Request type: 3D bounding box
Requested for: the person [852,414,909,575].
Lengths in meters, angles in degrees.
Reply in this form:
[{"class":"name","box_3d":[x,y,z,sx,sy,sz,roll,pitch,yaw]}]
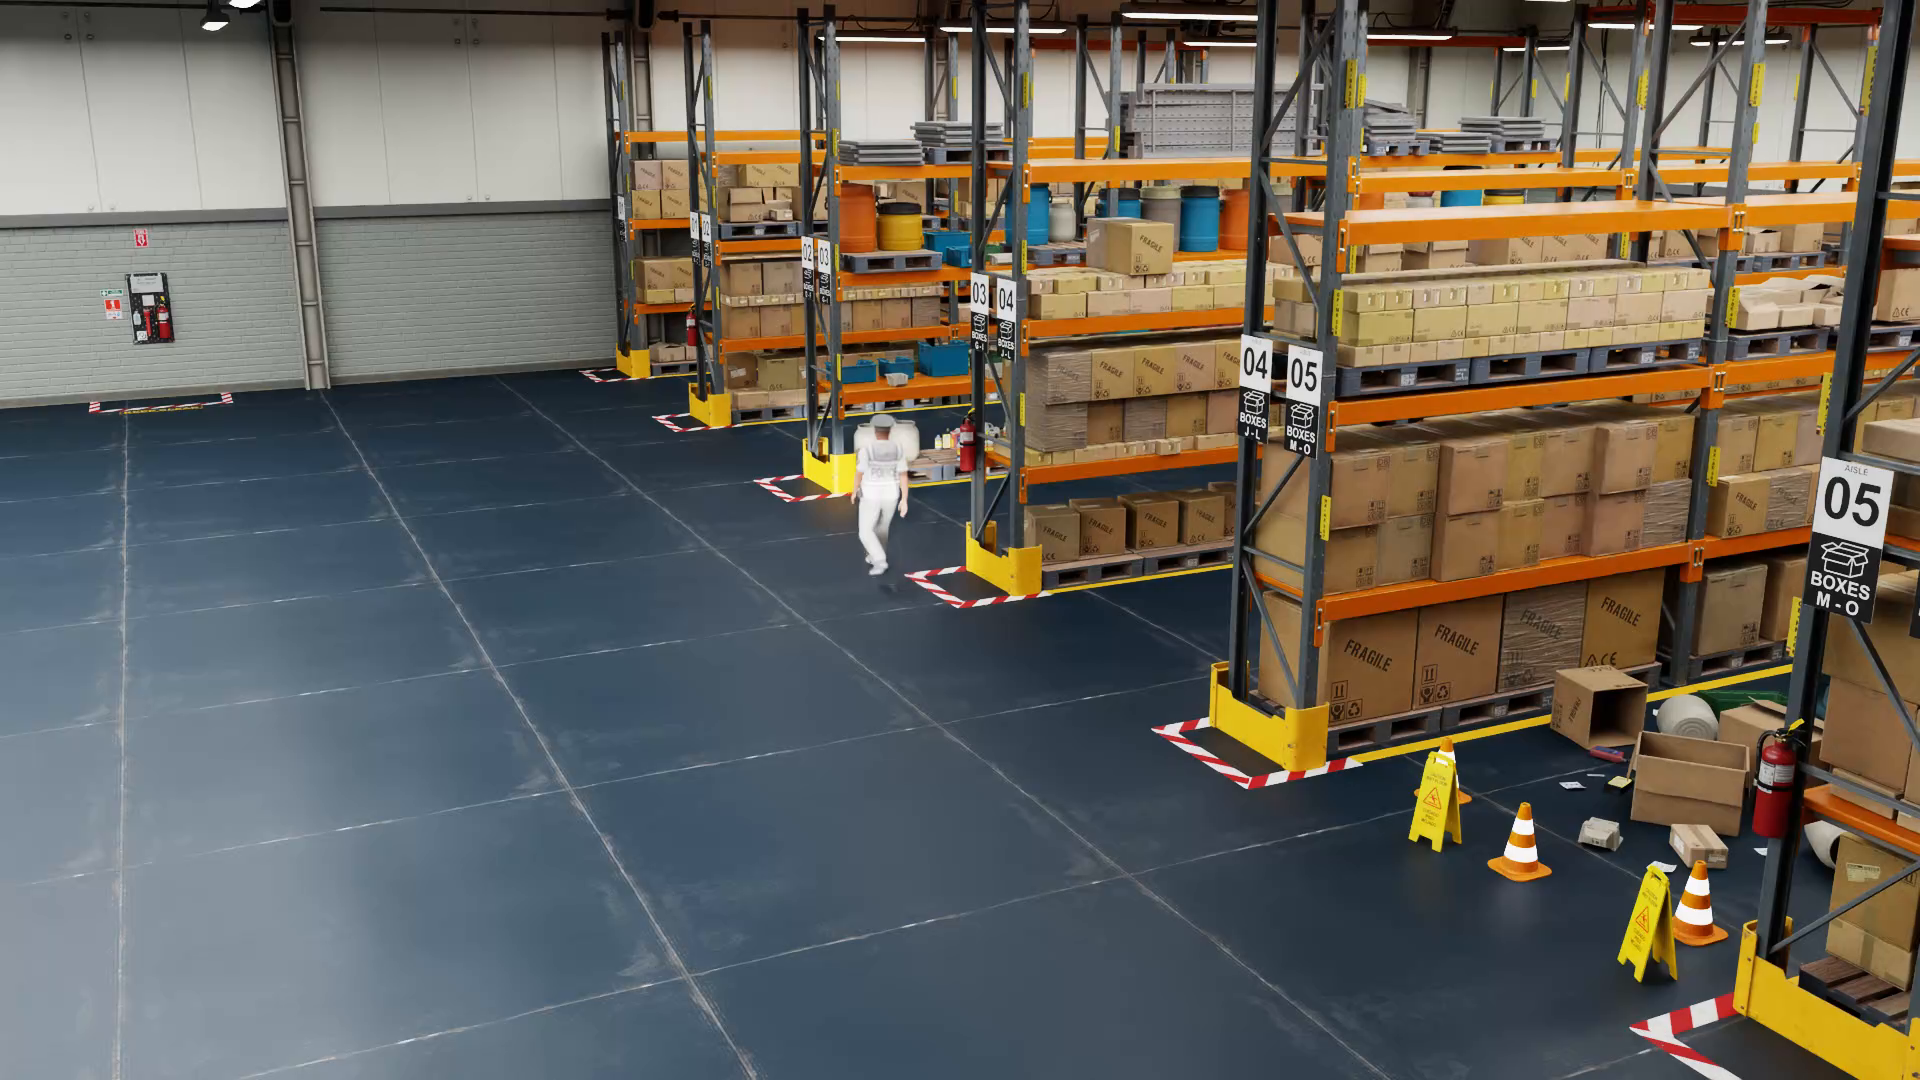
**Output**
[{"class":"person","box_3d":[-0.847,-0.484,17.562,0.540,1.714,0.938,-7,17,-24]}]
